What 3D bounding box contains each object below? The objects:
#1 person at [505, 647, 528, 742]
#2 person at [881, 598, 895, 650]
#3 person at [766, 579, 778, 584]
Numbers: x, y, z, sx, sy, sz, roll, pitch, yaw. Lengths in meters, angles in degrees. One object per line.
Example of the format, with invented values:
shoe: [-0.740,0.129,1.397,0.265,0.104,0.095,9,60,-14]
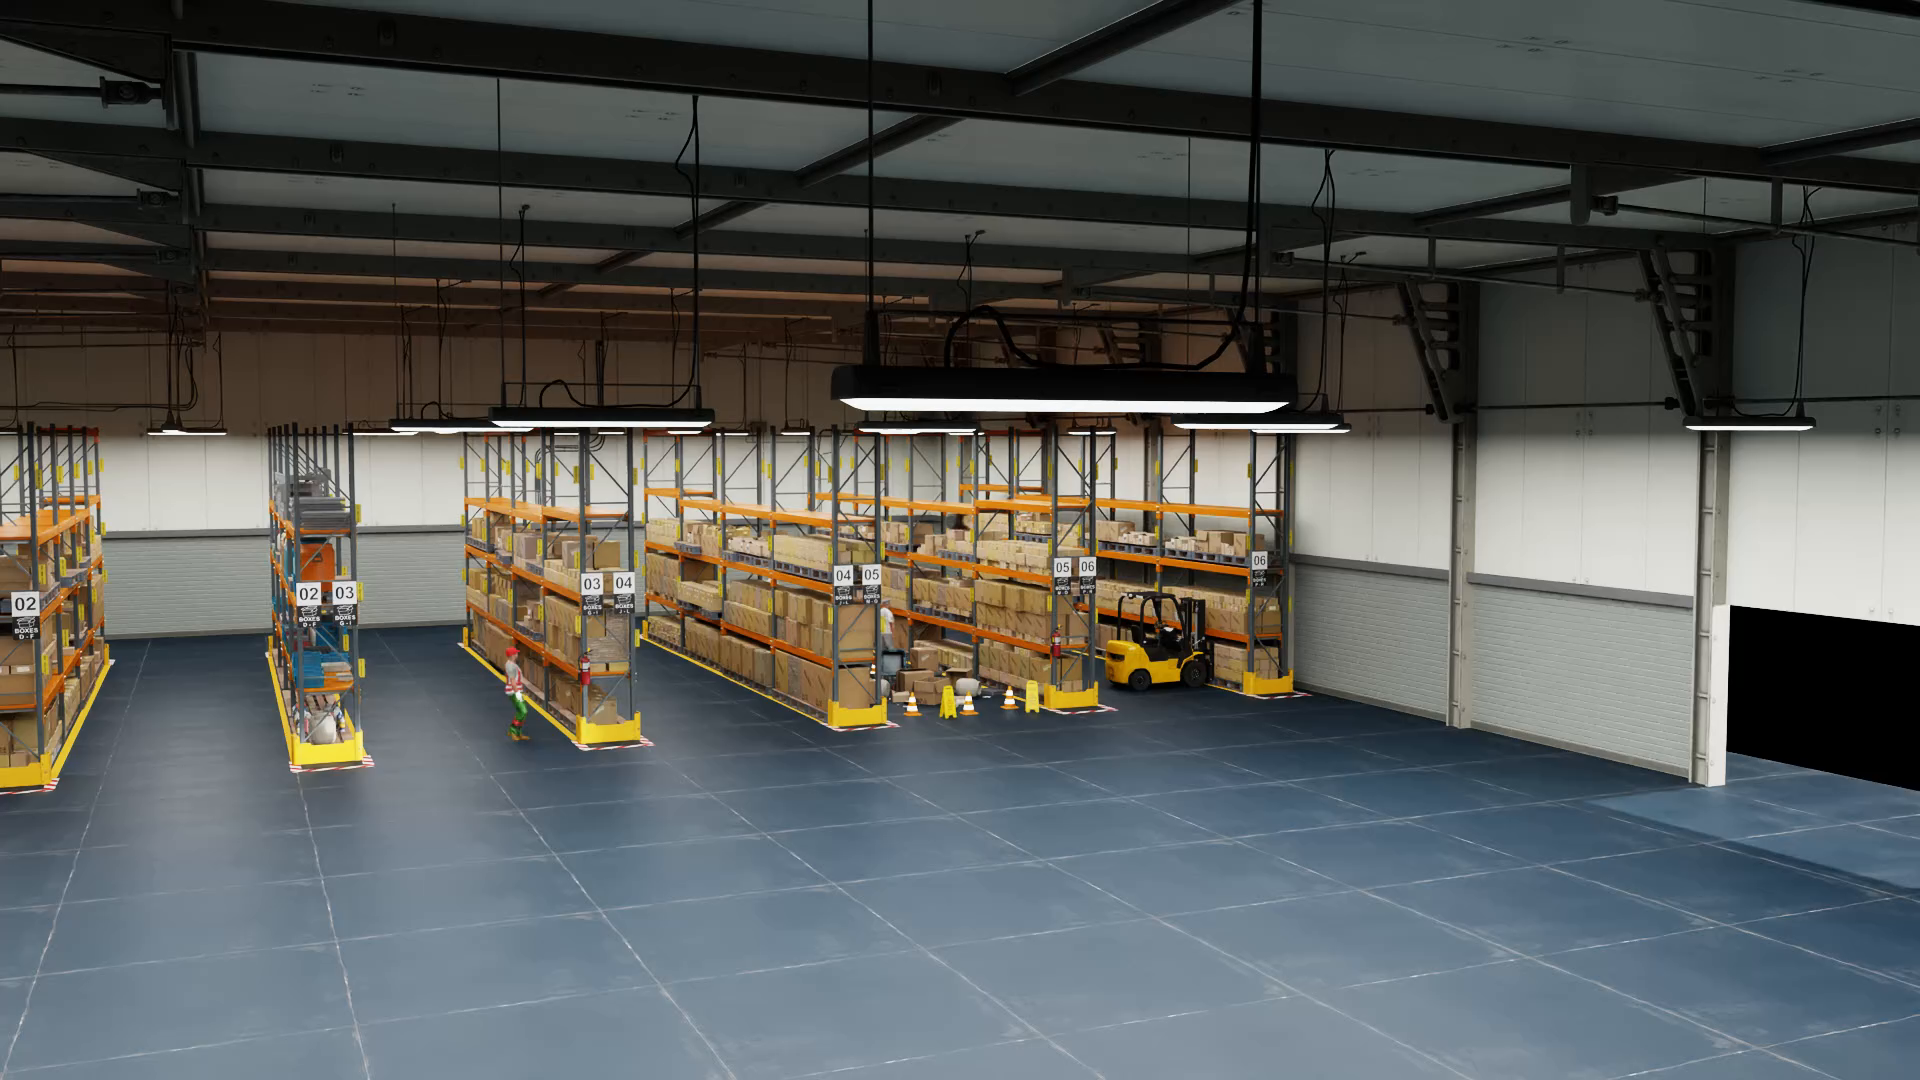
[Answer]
person: [-8.435,2.919,31.622,0.468,1.795,0.567,0,3,0]
person: [-1.815,2.325,41.104,0.594,1.759,0.445,3,5,40]
person: [-5.625,1.785,49.862,0.614,1.805,0.356,3,5,40]
